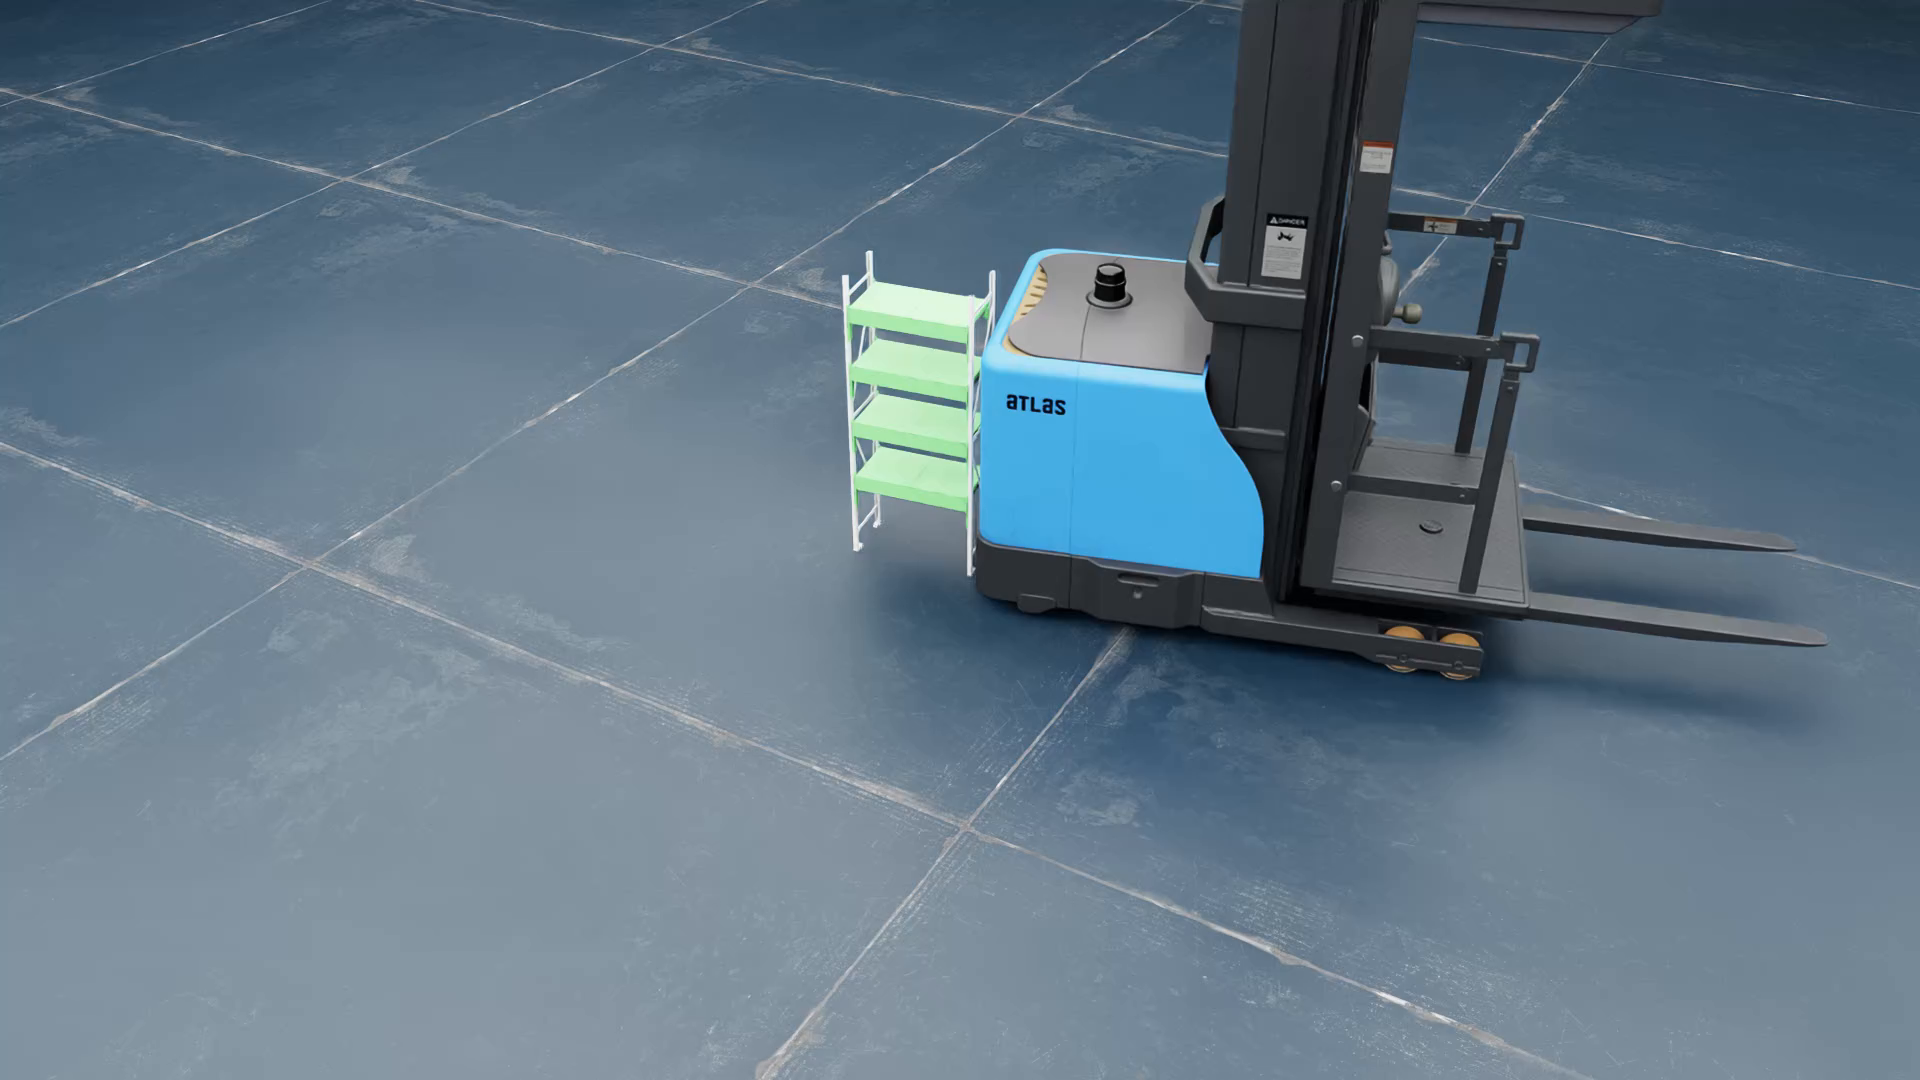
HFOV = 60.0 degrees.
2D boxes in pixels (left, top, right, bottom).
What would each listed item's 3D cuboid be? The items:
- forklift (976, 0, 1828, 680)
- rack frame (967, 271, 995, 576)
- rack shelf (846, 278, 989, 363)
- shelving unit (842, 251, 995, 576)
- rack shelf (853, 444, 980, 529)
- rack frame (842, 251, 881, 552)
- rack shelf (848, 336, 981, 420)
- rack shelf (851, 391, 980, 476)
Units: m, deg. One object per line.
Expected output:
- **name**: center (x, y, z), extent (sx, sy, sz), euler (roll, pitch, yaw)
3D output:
- **forklift**: center (1.633, -1.041, 5.669), extent (3.031, 2.935, 1.130), euler (7, 34, 11)
- **rack frame**: center (0.079, -0.419, 6.297), extent (0.015, 1.200, 0.240), euler (12, 35, 17)
- **rack shelf**: center (-0.149, -0.814, 6.139), extent (0.480, 0.148, 0.258), euler (12, 35, 17)
- **shelving unit**: center (-0.149, -0.467, 6.369), extent (0.503, 1.200, 0.258), euler (12, 35, 17)
- **rack shelf**: center (-0.149, -0.214, 6.538), extent (0.480, 0.148, 0.258), euler (12, 35, 17)
- **rack frame**: center (-0.377, -0.515, 6.442), extent (0.015, 1.200, 0.240), euler (12, 35, 17)
- **rack shelf**: center (-0.149, -0.614, 6.272), extent (0.480, 0.148, 0.258), euler (12, 35, 17)
- **rack shelf**: center (-0.149, -0.414, 6.405), extent (0.480, 0.148, 0.258), euler (12, 35, 17)
